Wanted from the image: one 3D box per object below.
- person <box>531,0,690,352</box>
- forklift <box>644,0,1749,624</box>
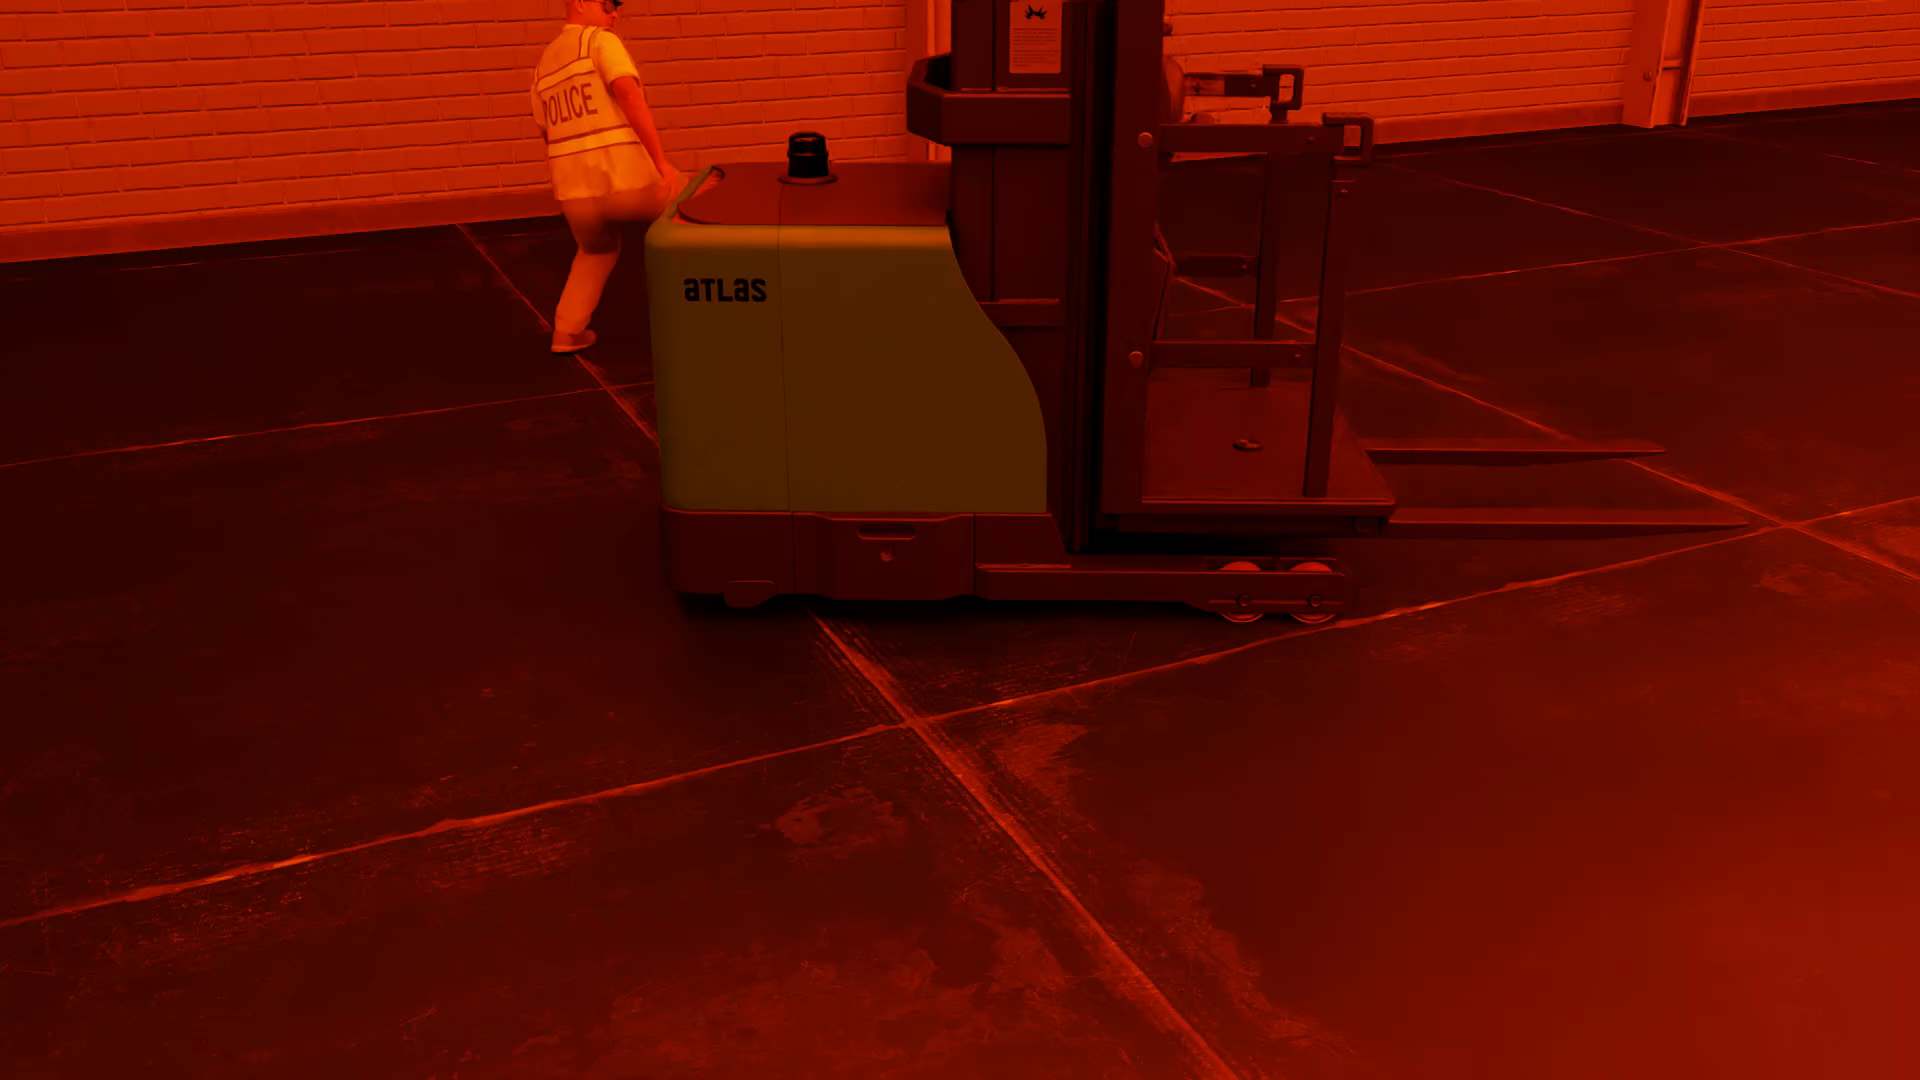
[{"bbox_3d":[-1.383,-1.532,6.833,0.780,1.549,0.740,7,24,17],"label":"person"},{"bbox_3d":[0.694,-1.331,4.489,3.031,2.935,1.130,0,23,1],"label":"forklift"}]
